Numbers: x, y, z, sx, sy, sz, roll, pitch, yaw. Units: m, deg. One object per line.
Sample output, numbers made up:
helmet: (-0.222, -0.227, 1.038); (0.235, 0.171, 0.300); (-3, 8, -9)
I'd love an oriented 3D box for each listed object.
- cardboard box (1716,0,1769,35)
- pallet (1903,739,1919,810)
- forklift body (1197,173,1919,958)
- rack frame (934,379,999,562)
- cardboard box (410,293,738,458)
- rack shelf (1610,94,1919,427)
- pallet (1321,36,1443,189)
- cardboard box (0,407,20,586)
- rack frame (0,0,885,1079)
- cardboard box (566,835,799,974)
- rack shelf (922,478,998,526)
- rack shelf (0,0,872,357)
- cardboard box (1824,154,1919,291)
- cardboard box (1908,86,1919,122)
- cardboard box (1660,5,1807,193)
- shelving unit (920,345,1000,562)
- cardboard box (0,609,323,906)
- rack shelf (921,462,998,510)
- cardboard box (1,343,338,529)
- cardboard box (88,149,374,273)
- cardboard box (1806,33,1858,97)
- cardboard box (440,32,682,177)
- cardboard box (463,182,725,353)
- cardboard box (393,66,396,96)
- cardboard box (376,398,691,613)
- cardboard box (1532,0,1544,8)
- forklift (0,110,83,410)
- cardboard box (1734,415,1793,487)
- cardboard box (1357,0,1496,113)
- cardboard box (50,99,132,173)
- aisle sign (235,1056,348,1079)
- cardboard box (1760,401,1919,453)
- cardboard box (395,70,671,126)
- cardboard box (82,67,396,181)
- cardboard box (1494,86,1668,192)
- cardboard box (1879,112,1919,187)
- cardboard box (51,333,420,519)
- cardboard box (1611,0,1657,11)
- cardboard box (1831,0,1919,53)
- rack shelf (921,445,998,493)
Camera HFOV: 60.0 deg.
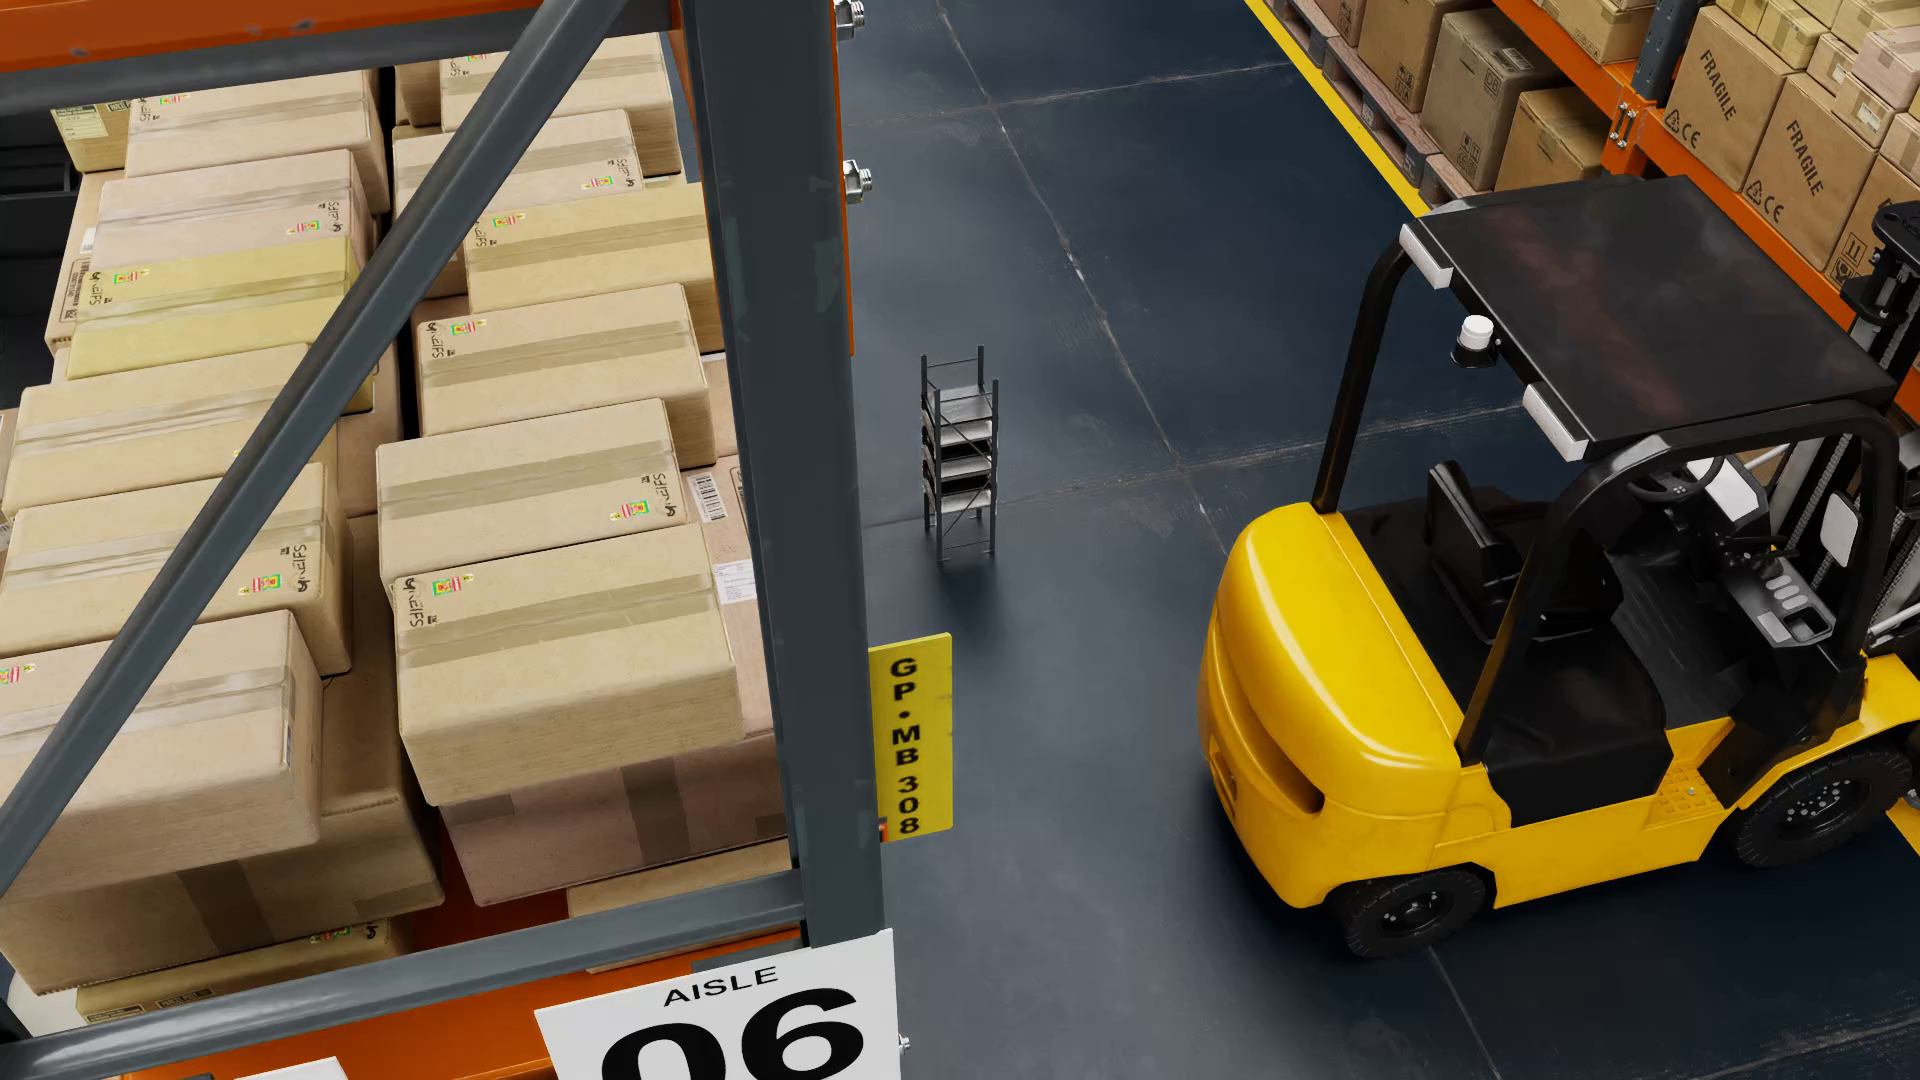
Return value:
cardboard box: (3.019, -1.996, 6.082); (0.380, 0.149, 0.250); (-11, 47, -11)
pallet: (3.671, 0.374, 6.235); (1.003, 0.211, 1.213); (-11, 47, -10)
forklift body: (1.967, 0.081, 5.165); (2.313, 2.155, 1.214); (-11, 47, -10)
rack frame: (0.024, -0.250, 6.365); (0.240, 0.900, 0.006); (-11, 47, -10)
cardboard box: (-0.572, -0.177, 2.620); (0.500, 0.250, 0.500); (-11, 47, -11)
rack shelf: (3.704, -0.370, 5.516); (1.077, 0.370, 4.000); (-11, 47, -10)
pallet: (2.650, -2.372, 8.927); (1.003, 0.211, 1.213); (-11, 47, -10)
cardboard box: (-3.318, -0.136, 6.003); (0.500, 0.500, 0.500); (-11, 47, -10)
rack frame: (-0.581, -0.430, 0.871); (1.000, 3.000, 0.127); (-11, 47, -10)
cardboard box: (-0.352, 0.419, 2.315); (0.380, 0.149, 0.250); (-11, 47, -10)
rack shelf: (-0.002, -0.171, 6.586); (0.258, 0.077, 0.200); (-11, 47, -10)
rack shelf: (-1.093, -1.558, 2.482); (1.077, 0.370, 4.000); (-11, 47, -10)
cardboard box: (3.333, -0.977, 5.538); (0.500, 0.500, 0.500); (-11, 47, -11)
cardboard box: (3.274, -1.385, 5.275); (0.380, 0.149, 0.250); (-11, 47, -11)
cardboard box: (3.053, -1.683, 6.229); (0.500, 0.500, 0.500); (-12, 47, -11)
shelving unit: (-0.002, -0.321, 6.434); (0.258, 0.900, 0.210); (-11, 47, -10)
cardboard box: (-0.953, 0.249, 1.923); (0.380, 0.149, 0.250); (-10, 46, -10)
rack shelf: (-0.002, -0.234, 6.522); (0.258, 0.077, 0.200); (-11, 47, -10)
cardboard box: (-1.065, -0.109, 2.274); (0.380, 0.149, 0.250); (-11, 47, -11)
cardboard box: (-1.136, -0.464, 2.622); (0.380, 0.149, 0.250); (-11, 47, -10)
cardboard box: (3.181, -1.643, 5.736); (0.380, 0.149, 0.250); (-11, 47, -10)
cardboard box: (-0.696, -0.745, 2.897); (0.380, 0.149, 0.250); (-10, 46, -9)
cardboard box: (-0.552, -0.396, 2.555); (0.380, 0.149, 0.250); (-11, 47, -10)
cardboard box: (-1.496, -1.086, 3.789); (0.380, 0.149, 0.250); (-12, 47, -12)
cardboard box: (-0.555, -0.025, 2.192); (0.380, 0.149, 0.250); (-11, 47, -10)
cardboard box: (2.676, -2.596, 7.299); (0.500, 0.250, 0.500); (-11, 47, -11)
forklift: (-3.599, -1.642, 6.307); (1.130, 2.935, 3.031); (-5, 46, -5)
cardboard box: (3.266, -0.275, 6.200); (0.500, 0.250, 0.500); (-11, 47, -11)
cardboard box: (2.662, -2.732, 8.696); (0.875, 0.625, 0.625); (-12, 47, -12)
cardboard box: (-1.379, -0.804, 2.955); (0.380, 0.149, 0.250); (-10, 46, -9)
aisle sign: (-0.846, 0.855, 1.991); (0.394, 0.787, 0.004); (-11, 47, -10)
cardboard box: (3.272, -0.449, 6.021); (0.500, 0.250, 0.500); (-9, 46, -9)
cardboard box: (-0.841, -0.887, 3.315); (0.500, 0.250, 0.500); (-10, 46, -9)
cardboard box: (-1.369, -0.789, 3.220); (0.500, 0.250, 0.500); (-10, 46, -10)
cardboard box: (3.047, -1.676, 7.661); (0.875, 0.625, 0.625); (-9, 46, -9)
cardboard box: (3.238, -1.278, 5.378); (0.380, 0.149, 0.250); (-11, 47, -11)
cardboard box: (-1.088, -0.086, 2.531); (0.500, 0.250, 0.500); (-11, 47, -11)
cardboard box: (2.819, -2.417, 6.774); (0.500, 0.250, 0.500); (-12, 47, -11)
cardboard box: (3.215, -1.756, 5.638); (0.380, 0.149, 0.250); (-11, 47, -11)
rack shelf: (-0.002, -0.297, 6.458); (0.258, 0.077, 0.200); (-11, 47, -10)
